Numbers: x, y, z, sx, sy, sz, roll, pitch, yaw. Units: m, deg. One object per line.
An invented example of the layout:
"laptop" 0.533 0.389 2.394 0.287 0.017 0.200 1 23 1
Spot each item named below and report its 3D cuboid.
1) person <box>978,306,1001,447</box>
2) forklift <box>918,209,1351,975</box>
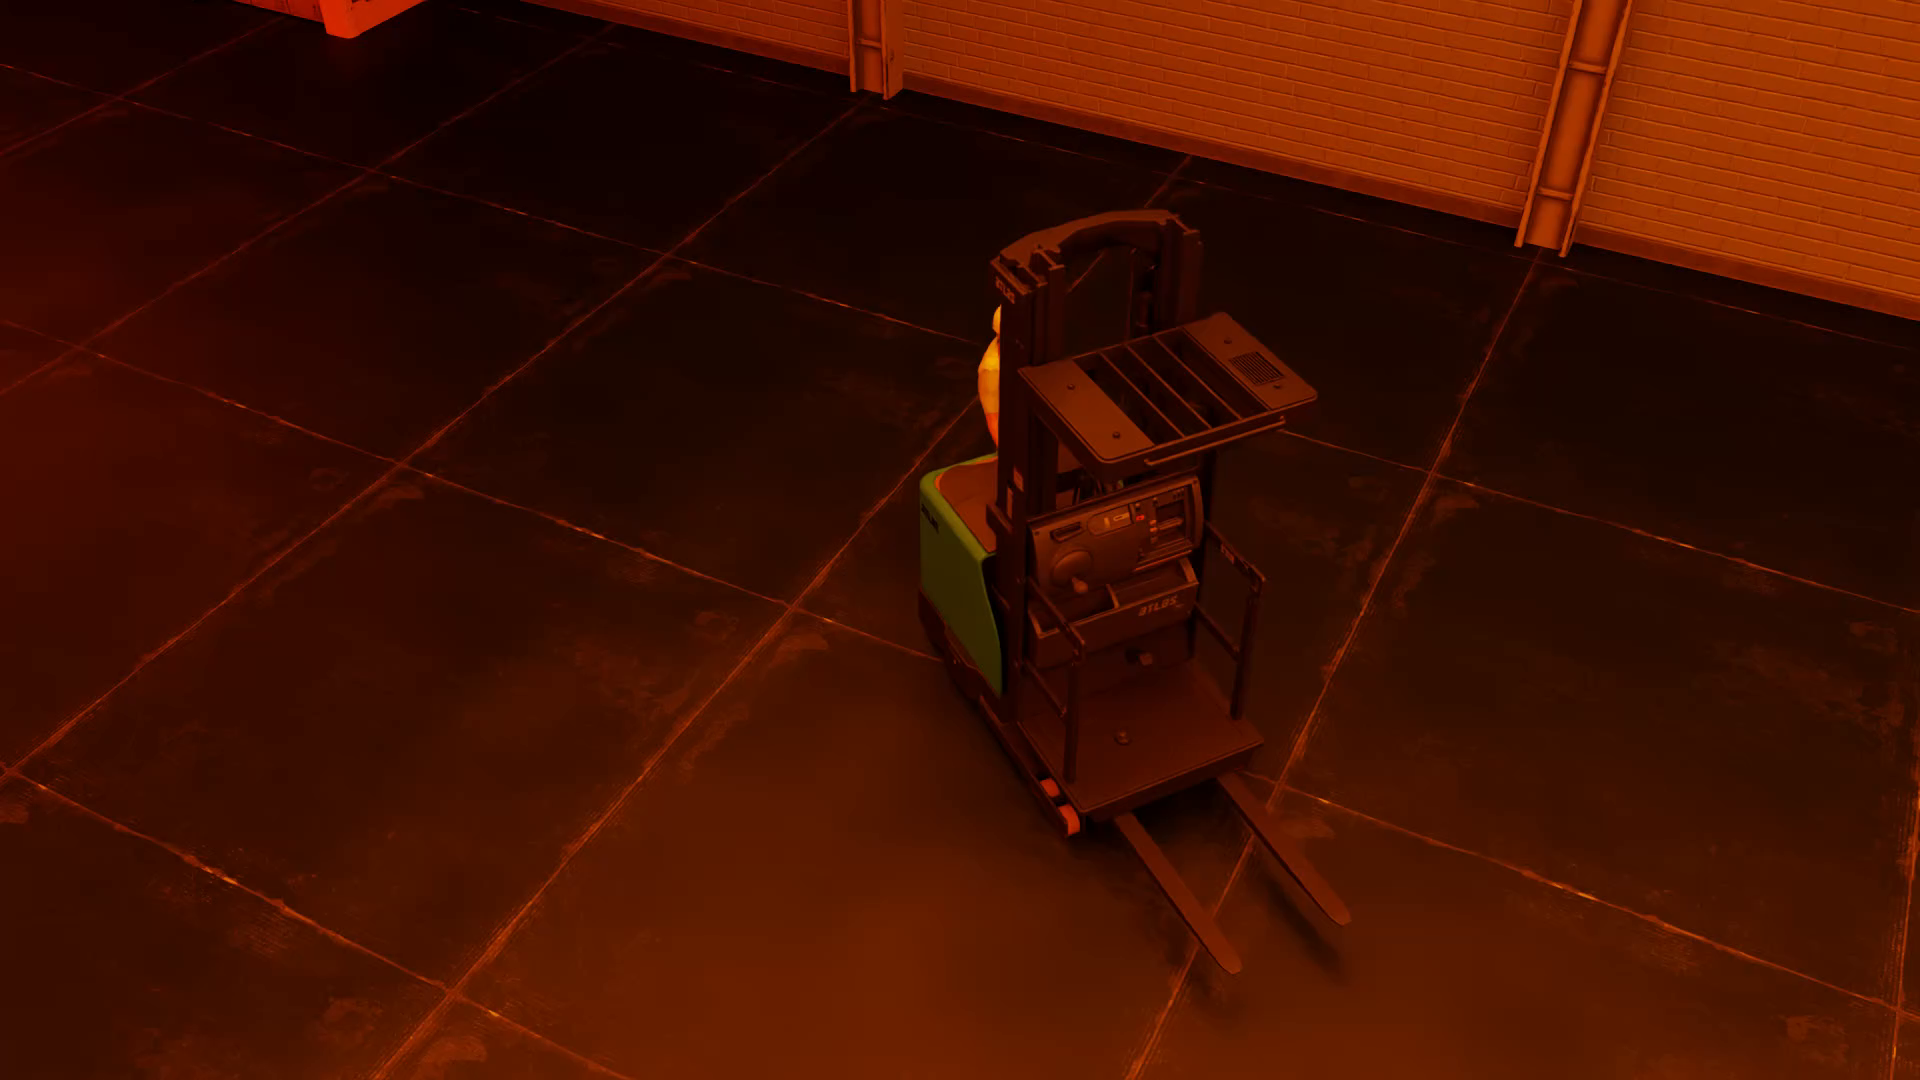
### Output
"person" 0.424 -0.613 9.710 0.667 1.665 0.794 31 49 31
"forklift" 0.866 0.059 7.917 1.130 2.935 3.031 -18 43 -20
